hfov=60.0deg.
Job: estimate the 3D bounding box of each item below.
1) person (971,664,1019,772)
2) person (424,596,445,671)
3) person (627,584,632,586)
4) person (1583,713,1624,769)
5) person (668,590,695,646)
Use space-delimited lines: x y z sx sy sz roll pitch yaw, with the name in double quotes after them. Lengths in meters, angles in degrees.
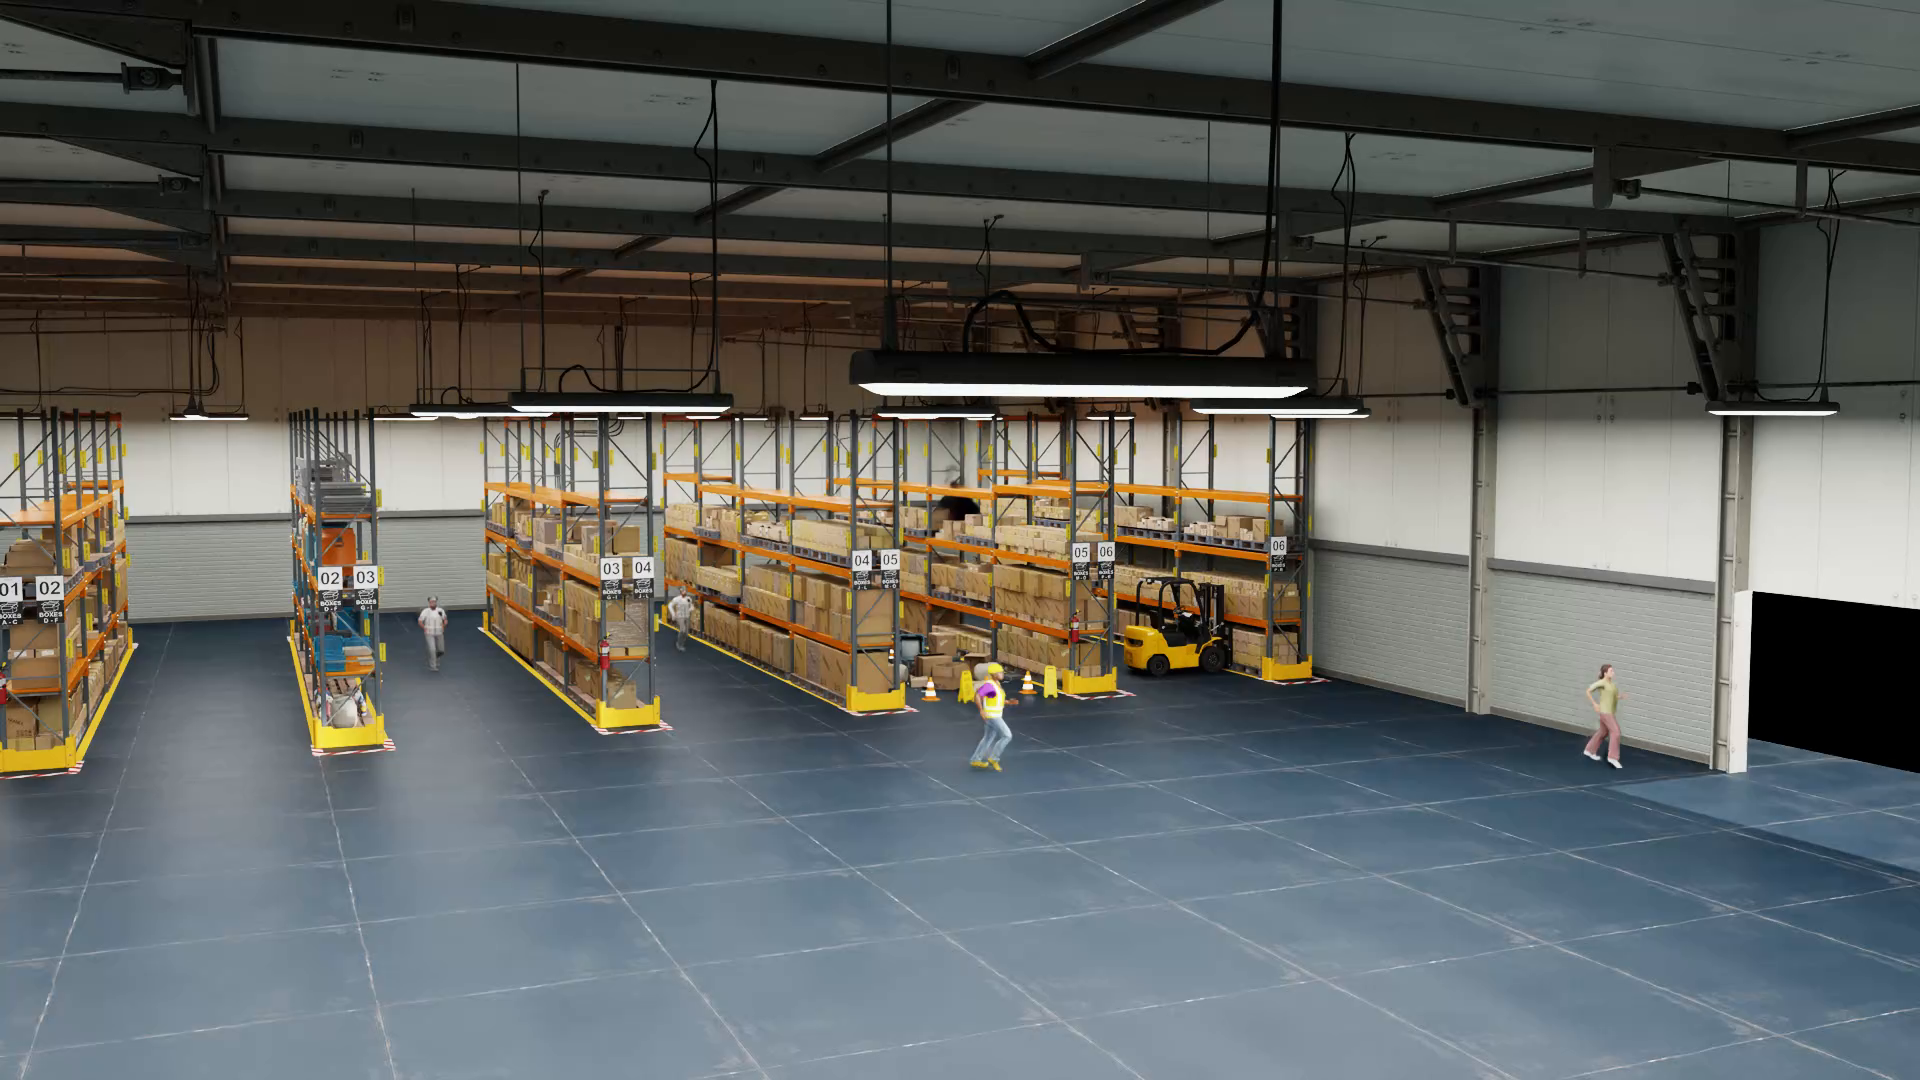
0.576 2.930 27.370 0.801 1.787 0.671 0 4 6 "person"
-12.217 2.151 38.585 0.440 1.733 0.624 -2 5 -28 "person"
-9.667 1.388 47.502 0.609 0.609 0.312 1 4 9 "person"
10.794 3.263 27.863 0.745 1.066 0.354 4 6 43 "person"
-6.917 1.938 41.600 0.583 1.539 0.630 -3 5 -32 "person"
